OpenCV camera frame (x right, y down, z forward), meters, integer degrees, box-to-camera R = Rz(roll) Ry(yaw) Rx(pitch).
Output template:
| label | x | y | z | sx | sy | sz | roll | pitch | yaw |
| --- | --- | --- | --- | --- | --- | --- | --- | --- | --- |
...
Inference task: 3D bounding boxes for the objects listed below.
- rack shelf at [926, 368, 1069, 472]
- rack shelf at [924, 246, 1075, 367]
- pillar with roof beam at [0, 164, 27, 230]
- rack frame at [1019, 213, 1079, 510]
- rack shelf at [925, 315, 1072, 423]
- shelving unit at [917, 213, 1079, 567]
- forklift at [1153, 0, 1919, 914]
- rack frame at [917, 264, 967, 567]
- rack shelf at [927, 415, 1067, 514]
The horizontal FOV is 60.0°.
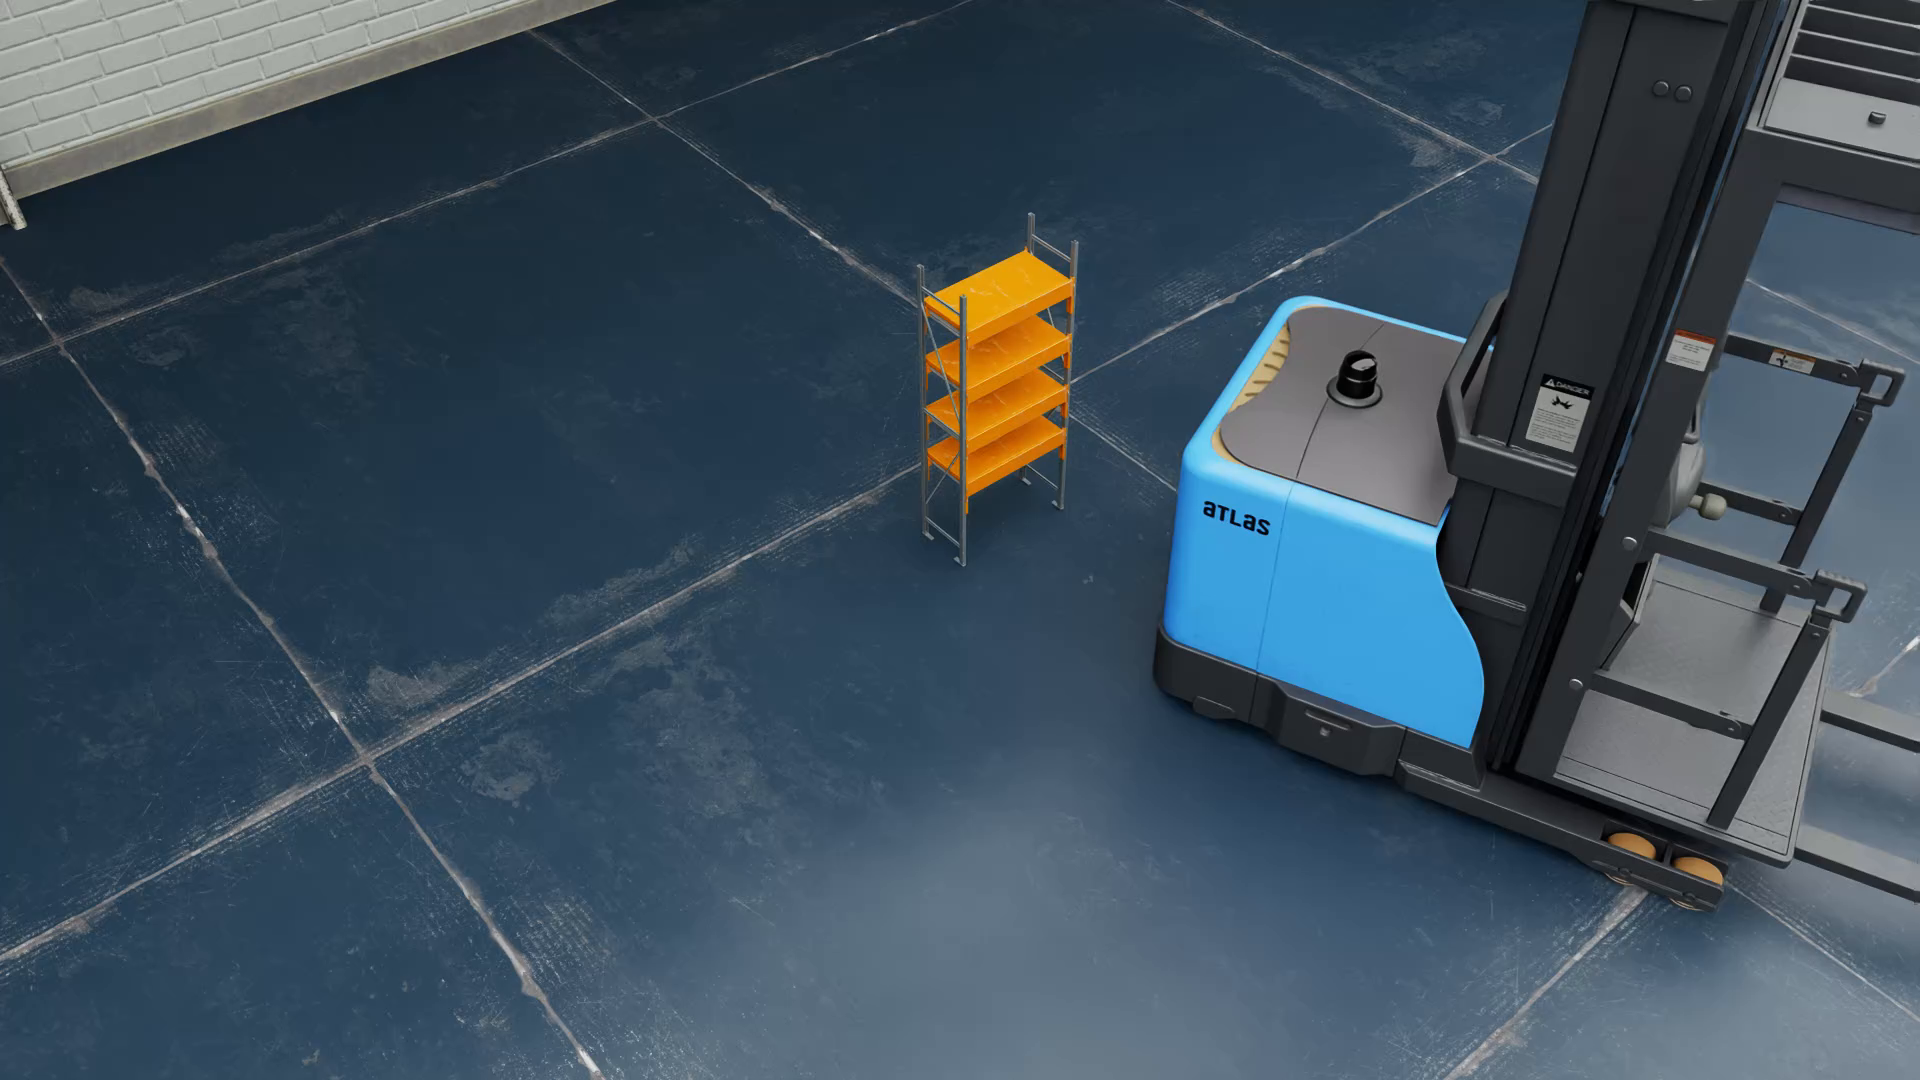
| label | x | y | z | sx | sy | sz | roll | pitch | yaw |
| --- | --- | --- | --- | --- | --- | --- | --- | --- | --- |
| rack shelf | 0.127 | -0.461 | 5.963 | 0.480 | 0.148 | 0.258 | -30 | 51 | -28 |
| rack shelf | 0.127 | -0.796 | 5.648 | 0.480 | 0.148 | 0.258 | -30 | 51 | -28 |
| pillar with roof beam | -1.874 | -2.490 | 2.328 | 0.400 | 9.000 | 9.100 | -30 | 51 | -28 |
| rack frame | 0.314 | -0.617 | 6.031 | 0.015 | 1.200 | 0.240 | -30 | 51 | -28 |
| rack shelf | 0.127 | -0.624 | 5.810 | 0.480 | 0.148 | 0.258 | -30 | 51 | -28 |
| shelving unit | 0.127 | -0.510 | 5.917 | 0.503 | 1.200 | 0.258 | -30 | 51 | -28 |
| forklift | 2.203 | -0.365 | 4.497 | 3.031 | 2.935 | 1.130 | 20 | 47 | 20 |
| rack frame | -0.060 | -0.403 | 5.803 | 0.015 | 1.200 | 0.240 | -30 | 51 | -28 |
| rack shelf | 0.127 | -0.316 | 6.099 | 0.480 | 0.148 | 0.258 | -30 | 51 | -28 |
